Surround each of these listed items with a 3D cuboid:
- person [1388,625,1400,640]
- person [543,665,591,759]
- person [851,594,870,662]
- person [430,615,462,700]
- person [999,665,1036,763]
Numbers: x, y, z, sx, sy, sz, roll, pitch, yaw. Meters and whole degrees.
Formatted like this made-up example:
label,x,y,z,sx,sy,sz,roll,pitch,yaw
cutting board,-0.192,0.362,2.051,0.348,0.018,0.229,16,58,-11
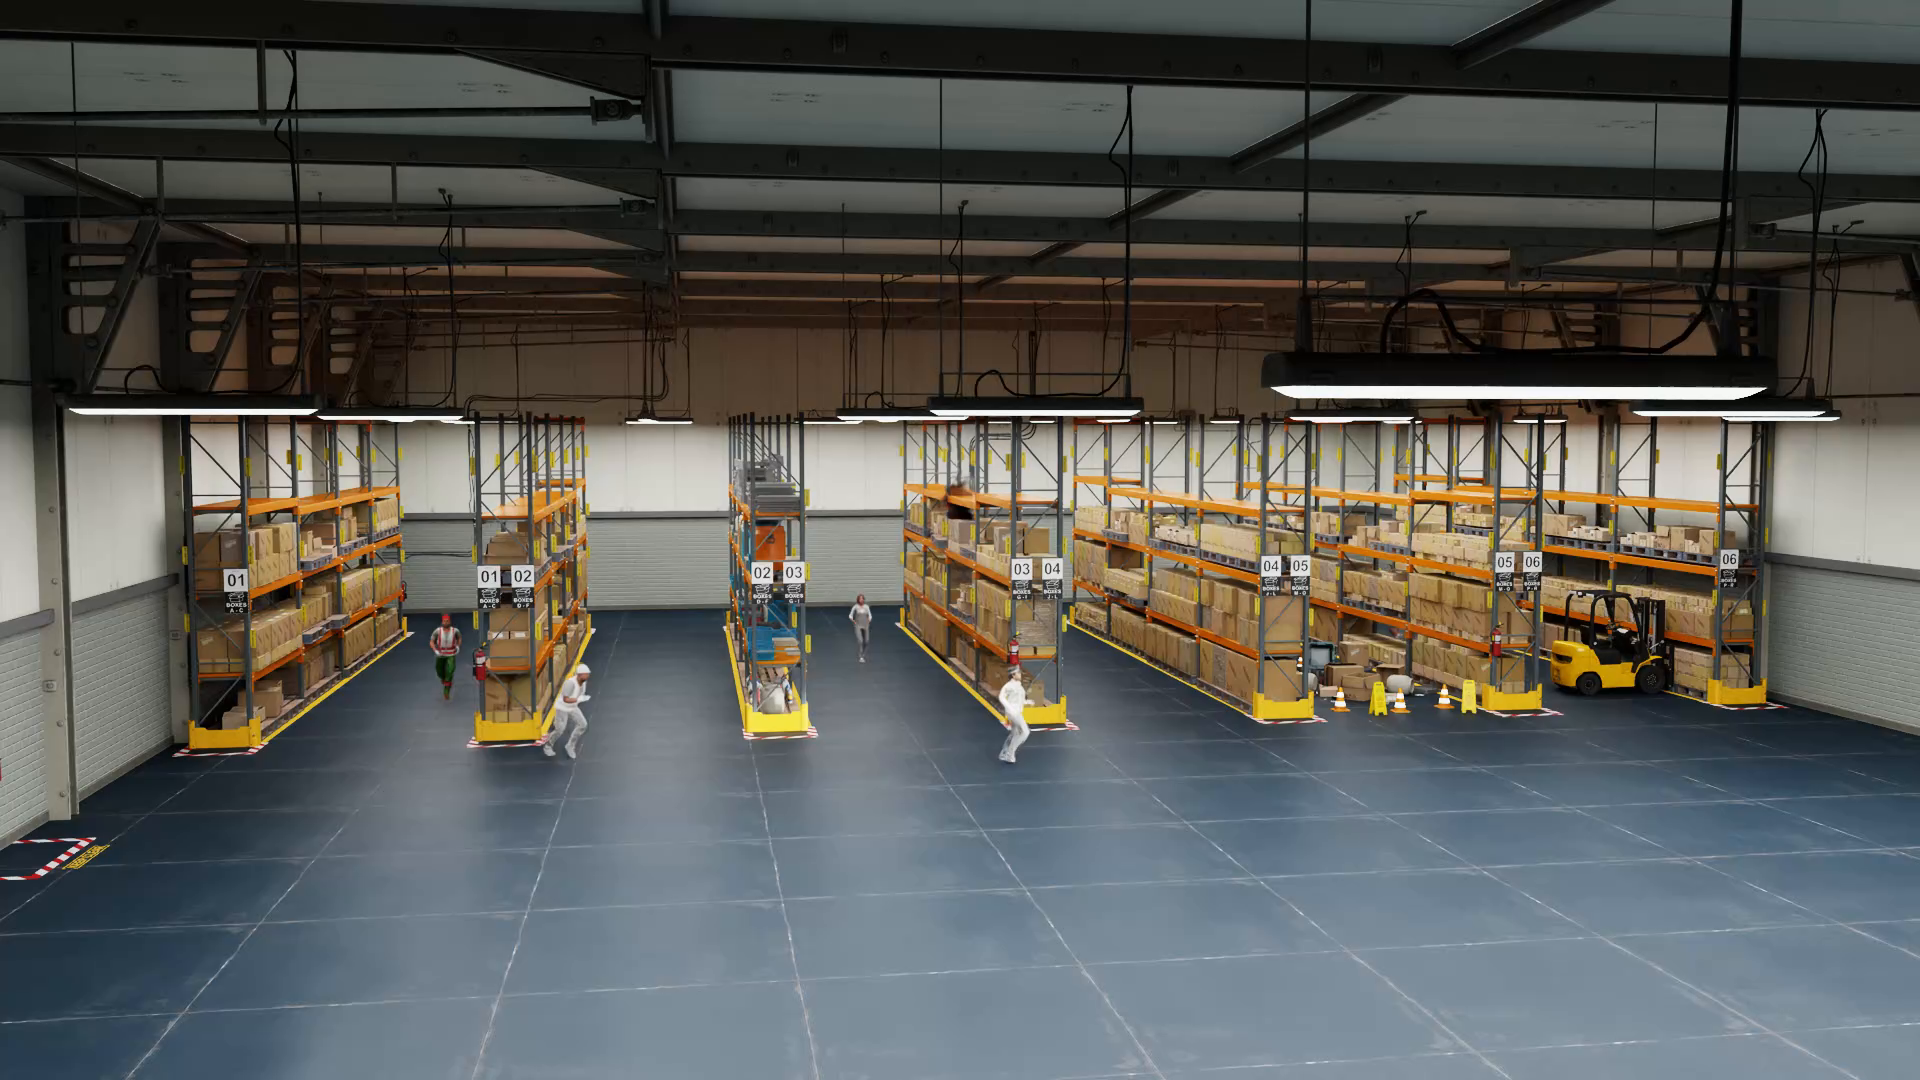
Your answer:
label,x,y,z,sx,sy,sz,roll,pitch,yaw
person,11.431,1.931,43.402,0.565,1.569,0.495,-1,4,-8
person,-6.742,2.959,28.683,0.984,1.669,0.722,1,4,19
person,-2.303,2.037,38.471,0.496,1.559,0.511,-1,4,-17
person,-10.917,2.467,35.309,0.634,1.768,1.049,-1,4,-13
person,0.964,2.957,28.315,0.635,1.672,0.588,1,4,16
